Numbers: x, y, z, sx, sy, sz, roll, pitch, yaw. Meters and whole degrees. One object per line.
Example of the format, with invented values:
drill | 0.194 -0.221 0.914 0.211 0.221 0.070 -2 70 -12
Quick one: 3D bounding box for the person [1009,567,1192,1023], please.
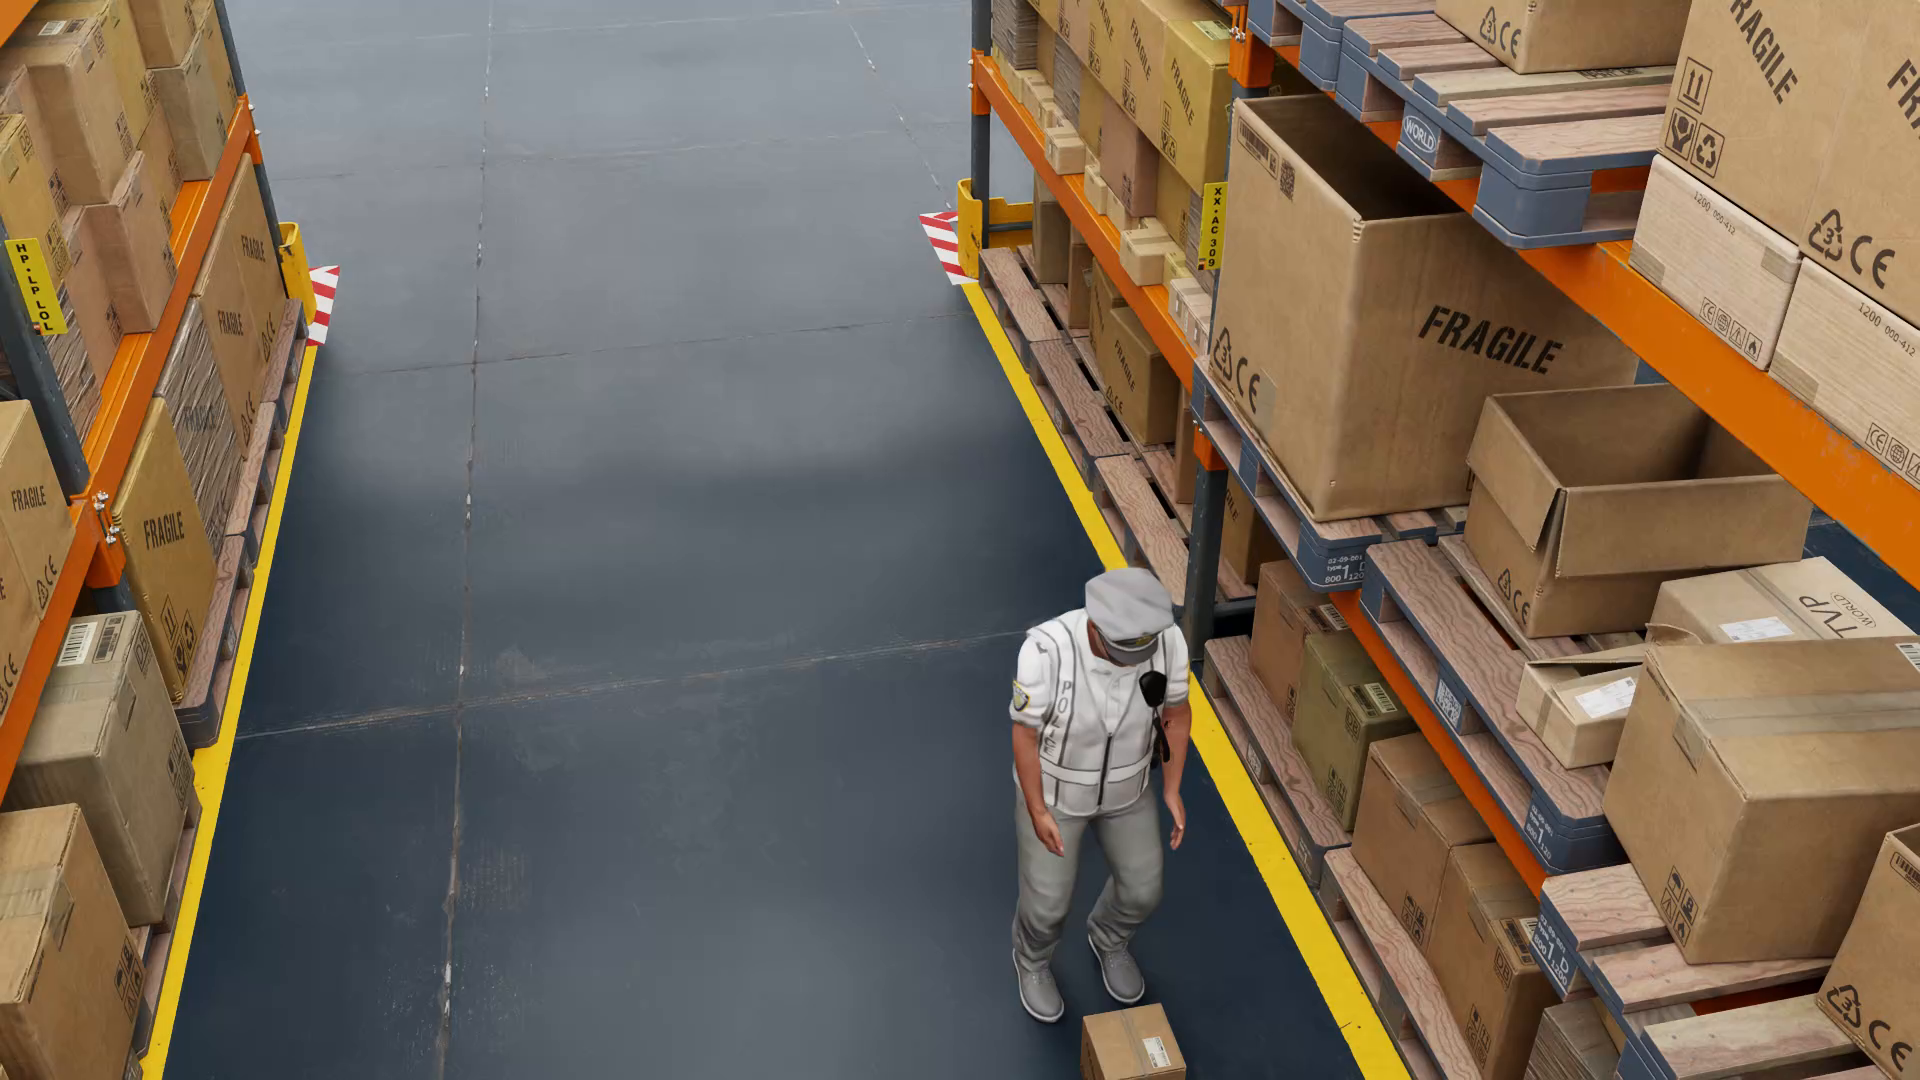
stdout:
person | 0.422 0.760 5.083 0.561 1.690 0.517 -8 35 -11
